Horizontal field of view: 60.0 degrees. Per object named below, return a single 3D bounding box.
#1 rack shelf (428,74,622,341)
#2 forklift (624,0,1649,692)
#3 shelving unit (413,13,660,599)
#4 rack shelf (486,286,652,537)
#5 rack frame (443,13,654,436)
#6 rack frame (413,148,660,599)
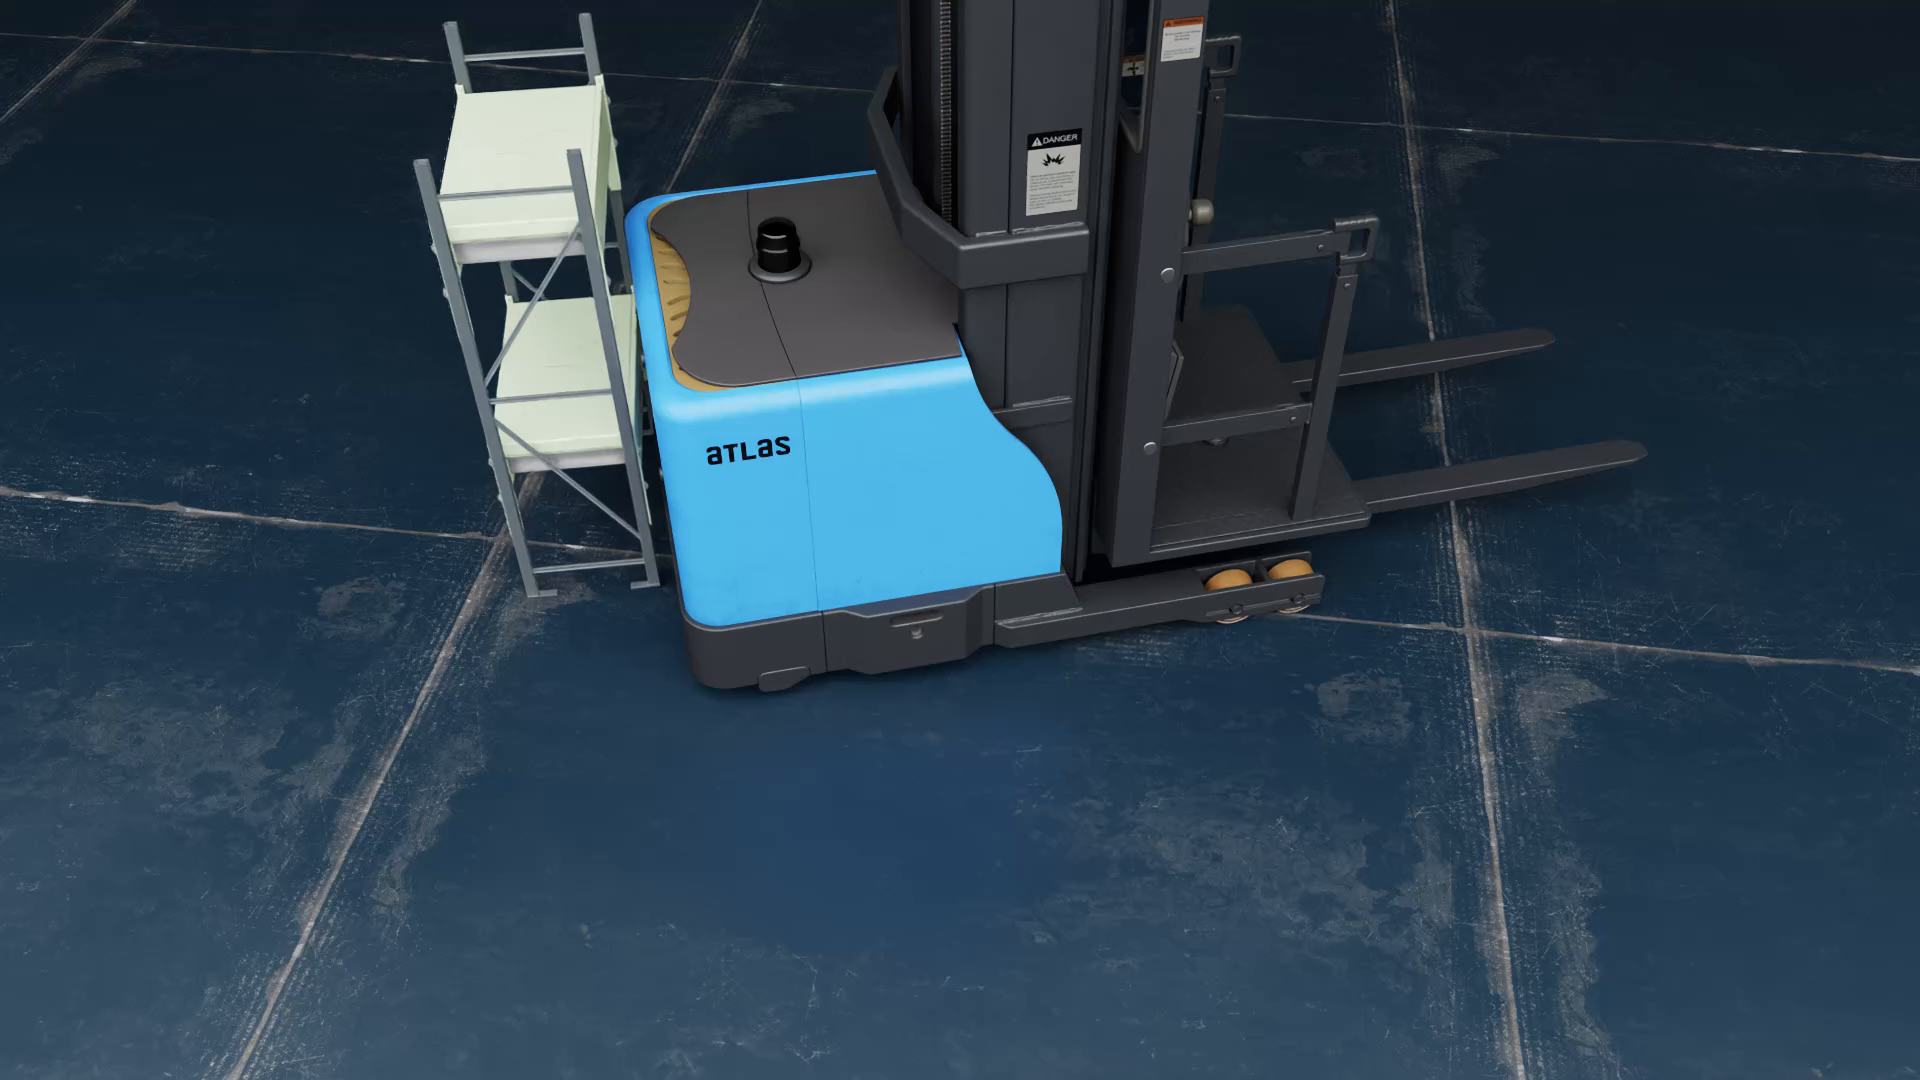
[{"bbox_3d":[-1.171,-0.924,4.565,0.431,0.370,0.720,-5,44,-5],"label":"rack shelf"},{"bbox_3d":[0.610,-1.161,4.344,3.031,2.935,1.130,-9,44,-9],"label":"forklift"},{"bbox_3d":[-1.168,-0.641,4.834,0.431,1.500,0.755,-5,44,-5],"label":"shelving unit"},{"bbox_3d":[-1.166,-0.404,5.058,0.431,0.370,0.720,-5,44,-5],"label":"rack shelf"},{"bbox_3d":[-1.214,-0.891,5.098,0.400,1.500,0.023,-5,44,-5],"label":"rack frame"},{"bbox_3d":[-1.123,-0.391,4.570,0.400,1.500,0.023,-5,44,-5],"label":"rack frame"}]
